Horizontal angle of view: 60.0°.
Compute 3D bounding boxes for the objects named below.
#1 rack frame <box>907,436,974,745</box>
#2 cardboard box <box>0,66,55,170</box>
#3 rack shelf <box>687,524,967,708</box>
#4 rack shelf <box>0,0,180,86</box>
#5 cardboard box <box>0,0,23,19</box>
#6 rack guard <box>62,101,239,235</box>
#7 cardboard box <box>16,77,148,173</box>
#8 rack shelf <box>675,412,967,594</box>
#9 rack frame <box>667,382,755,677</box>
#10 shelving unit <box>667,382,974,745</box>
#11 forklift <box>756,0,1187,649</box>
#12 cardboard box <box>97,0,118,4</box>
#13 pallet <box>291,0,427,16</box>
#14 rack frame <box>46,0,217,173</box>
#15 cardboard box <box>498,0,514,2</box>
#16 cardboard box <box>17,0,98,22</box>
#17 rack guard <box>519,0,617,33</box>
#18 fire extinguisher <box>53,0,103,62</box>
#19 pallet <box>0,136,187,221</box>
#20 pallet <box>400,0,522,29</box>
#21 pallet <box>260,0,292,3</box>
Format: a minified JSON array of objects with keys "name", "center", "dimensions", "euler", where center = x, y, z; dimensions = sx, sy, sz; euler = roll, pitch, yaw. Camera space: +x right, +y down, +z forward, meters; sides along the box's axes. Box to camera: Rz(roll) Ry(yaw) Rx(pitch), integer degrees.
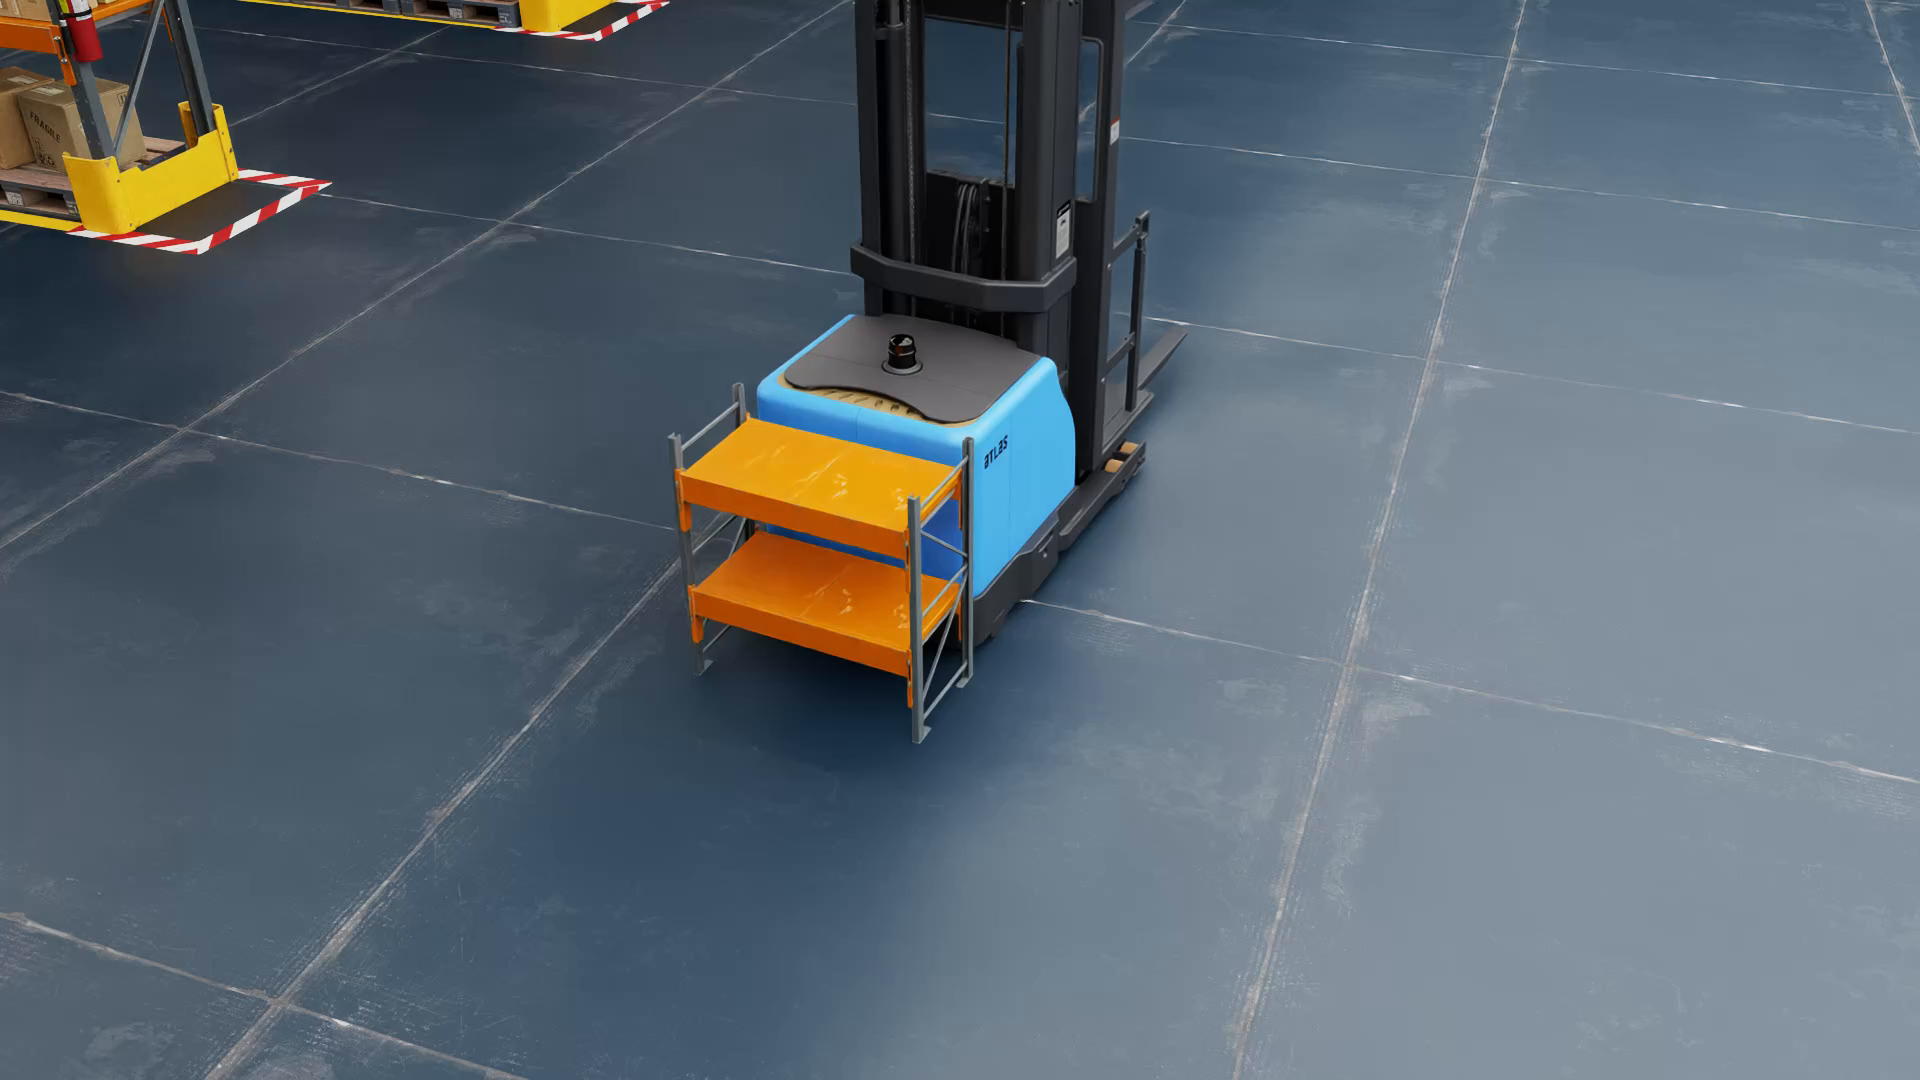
[{"name":"rack frame","center":[-0.067,0.204,6.396],"dimensions":[0.032,1.125,0.500],"euler":[14,36,21]},{"name":"cardboard box","center":[-6.502,-2.894,11.384],"dimensions":[0.500,0.500,0.500],"euler":[21,38,29]},{"name":"rack shelf","center":[-0.526,0.291,6.713],"dimensions":[1.000,0.278,0.538],"euler":[14,36,21]},{"name":"rack shelf","center":[-7.228,-3.616,11.249],"dimensions":[4.000,0.370,1.077],"euler":[11,34,16]},{"name":"cardboard box","center":[-5.918,-3.440,10.544],"dimensions":[0.250,0.149,0.380],"euler":[11,34,16]},{"name":"rack guard","center":[-5.417,-2.516,11.187],"dimensions":[0.348,0.500,1.175],"euler":[11,34,16]},{"name":"cardboard box","center":[-5.927,-2.802,11.241],"dimensions":[0.500,0.500,0.500],"euler":[18,37,25]},{"name":"rack shelf","center":[-0.526,-0.160,6.421],"dimensions":[1.000,0.278,0.538],"euler":[14,36,21]},{"name":"rack frame","center":[-0.985,-0.033,6.764],"dimensions":[0.032,1.125,0.500],"euler":[14,36,21]},{"name":"shelving unit","center":[-0.526,0.086,6.580],"dimensions":[1.048,1.125,0.538],"euler":[14,36,21]},{"name":"forklift","center":[0.268,-1.556,7.458],"dimensions":[1.130,2.935,3.031],"euler":[15,36,22]},{"name":"cardboard box","center":[-5.533,-3.621,10.824],"dimensions":[0.250,0.149,0.380],"euler":[11,34,16]},{"name":"pallet","center":[-5.500,-5.226,15.649],"dimensions":[1.213,0.211,1.003],"euler":[11,34,16]},{"name":"rack frame","center":[-5.345,-3.553,10.487],"dimensions":[0.127,3.000,1.000],"euler":[11,34,16]},{"name":"cardboard box","center":[-4.237,-5.441,14.983],"dimensions":[0.875,0.875,0.875],"euler":[11,35,17]},{"name":"cardboard box","center":[-5.683,-3.394,10.473],"dimensions":[0.250,0.149,0.380],"euler":[11,34,16]},{"name":"rack guard","center":[-3.554,-5.012,15.052],"dimensions":[0.348,0.500,1.175],"euler":[11,34,16]},{"name":"fire extinguisher","center":[-5.393,-3.264,10.111],"dimensions":[0.183,0.674,0.296],"euler":[11,34,16]},{"name":"pallet","center":[-6.169,-2.562,11.523],"dimensions":[1.213,0.211,1.003],"euler":[11,34,16]},{"name":"pallet","center":[-4.356,-5.002,15.302],"dimensions":[1.213,0.211,1.003],"euler":[11,34,16]},{"name":"pallet","center":[-6.653,-5.448,15.994],"dimensions":[1.213,0.211,1.003],"euler":[11,34,16]}]
